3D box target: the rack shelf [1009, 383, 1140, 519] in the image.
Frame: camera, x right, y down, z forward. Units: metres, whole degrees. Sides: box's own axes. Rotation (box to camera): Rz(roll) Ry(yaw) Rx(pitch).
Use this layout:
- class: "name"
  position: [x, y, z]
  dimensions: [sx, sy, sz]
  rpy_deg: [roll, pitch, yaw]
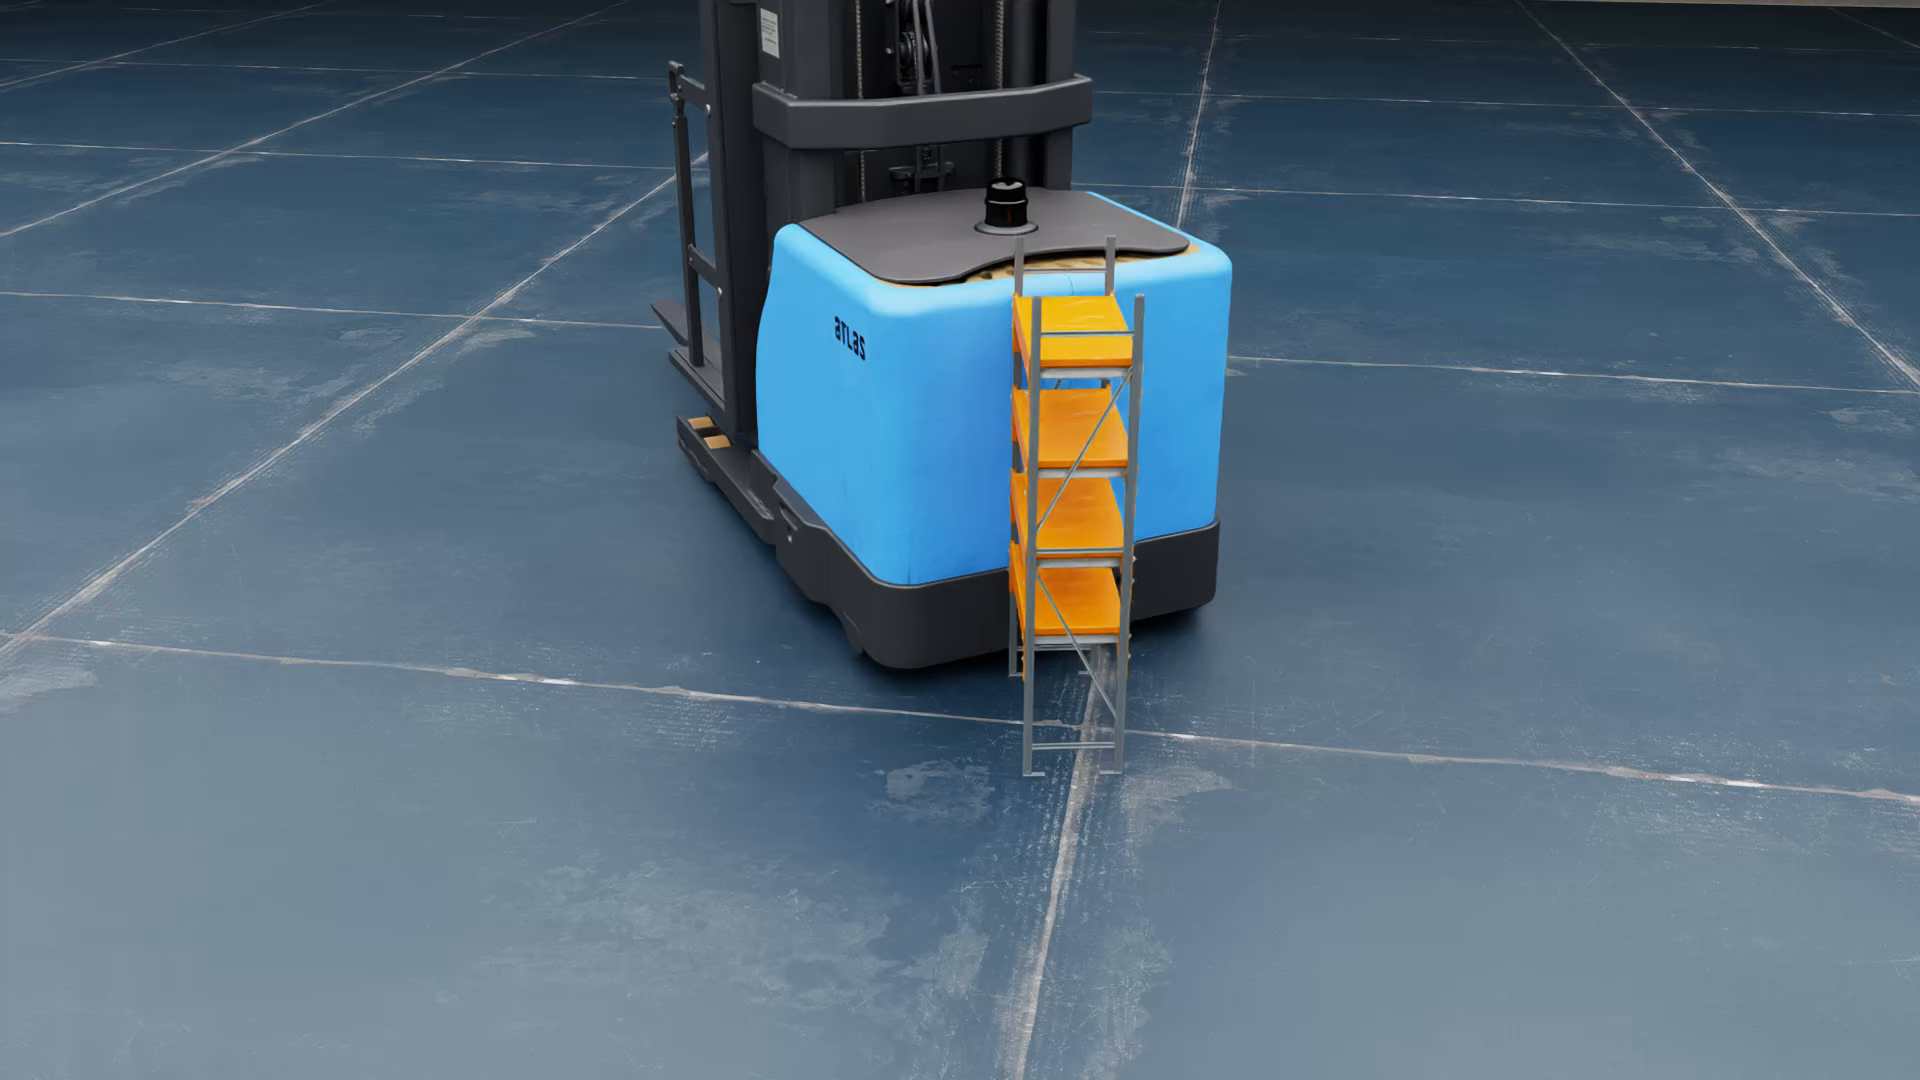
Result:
- class: "rack shelf"
  position: [0.262, -0.218, 3.932]
  dimensions: [0.258, 0.148, 0.480]
  rpy_deg: [-1, 25, -2]

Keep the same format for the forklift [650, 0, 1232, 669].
- class: "forklift"
  position: [-0.338, -1.585, 5.179]
  dimensions: [1.130, 2.935, 3.031]
  rpy_deg: [-11, 27, -22]

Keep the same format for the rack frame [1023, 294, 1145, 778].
- class: "rack frame"
  position: [0.272, 0.027, 3.777]
  dimensions: [0.240, 1.200, 0.015]
  rpy_deg: [-1, 25, -2]

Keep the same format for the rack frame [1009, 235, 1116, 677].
- class: "rack frame"
  position: [0.251, -0.180, 4.219]
  dimensions: [0.240, 1.200, 0.015]
  rpy_deg: [-1, 25, -2]

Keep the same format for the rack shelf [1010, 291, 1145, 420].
- class: "rack shelf"
  position: [0.262, -0.432, 3.832]
  dimensions: [0.258, 0.148, 0.480]
  rpy_deg: [-1, 25, -2]

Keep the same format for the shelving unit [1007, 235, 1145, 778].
- class: "shelving unit"
  position: [0.262, -0.077, 3.998]
  dimensions: [0.258, 1.200, 0.503]
  rpy_deg: [-1, 25, -2]

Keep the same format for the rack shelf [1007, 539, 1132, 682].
- class: "rack shelf"
  position: [0.262, 0.164, 4.111]
  dimensions: [0.258, 0.148, 0.480]
  rpy_deg: [-1, 25, -2]

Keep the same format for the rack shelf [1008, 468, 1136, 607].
- class: "rack shelf"
  position: [0.262, -0.016, 4.027]
  dimensions: [0.258, 0.148, 0.480]
  rpy_deg: [-1, 25, -2]
